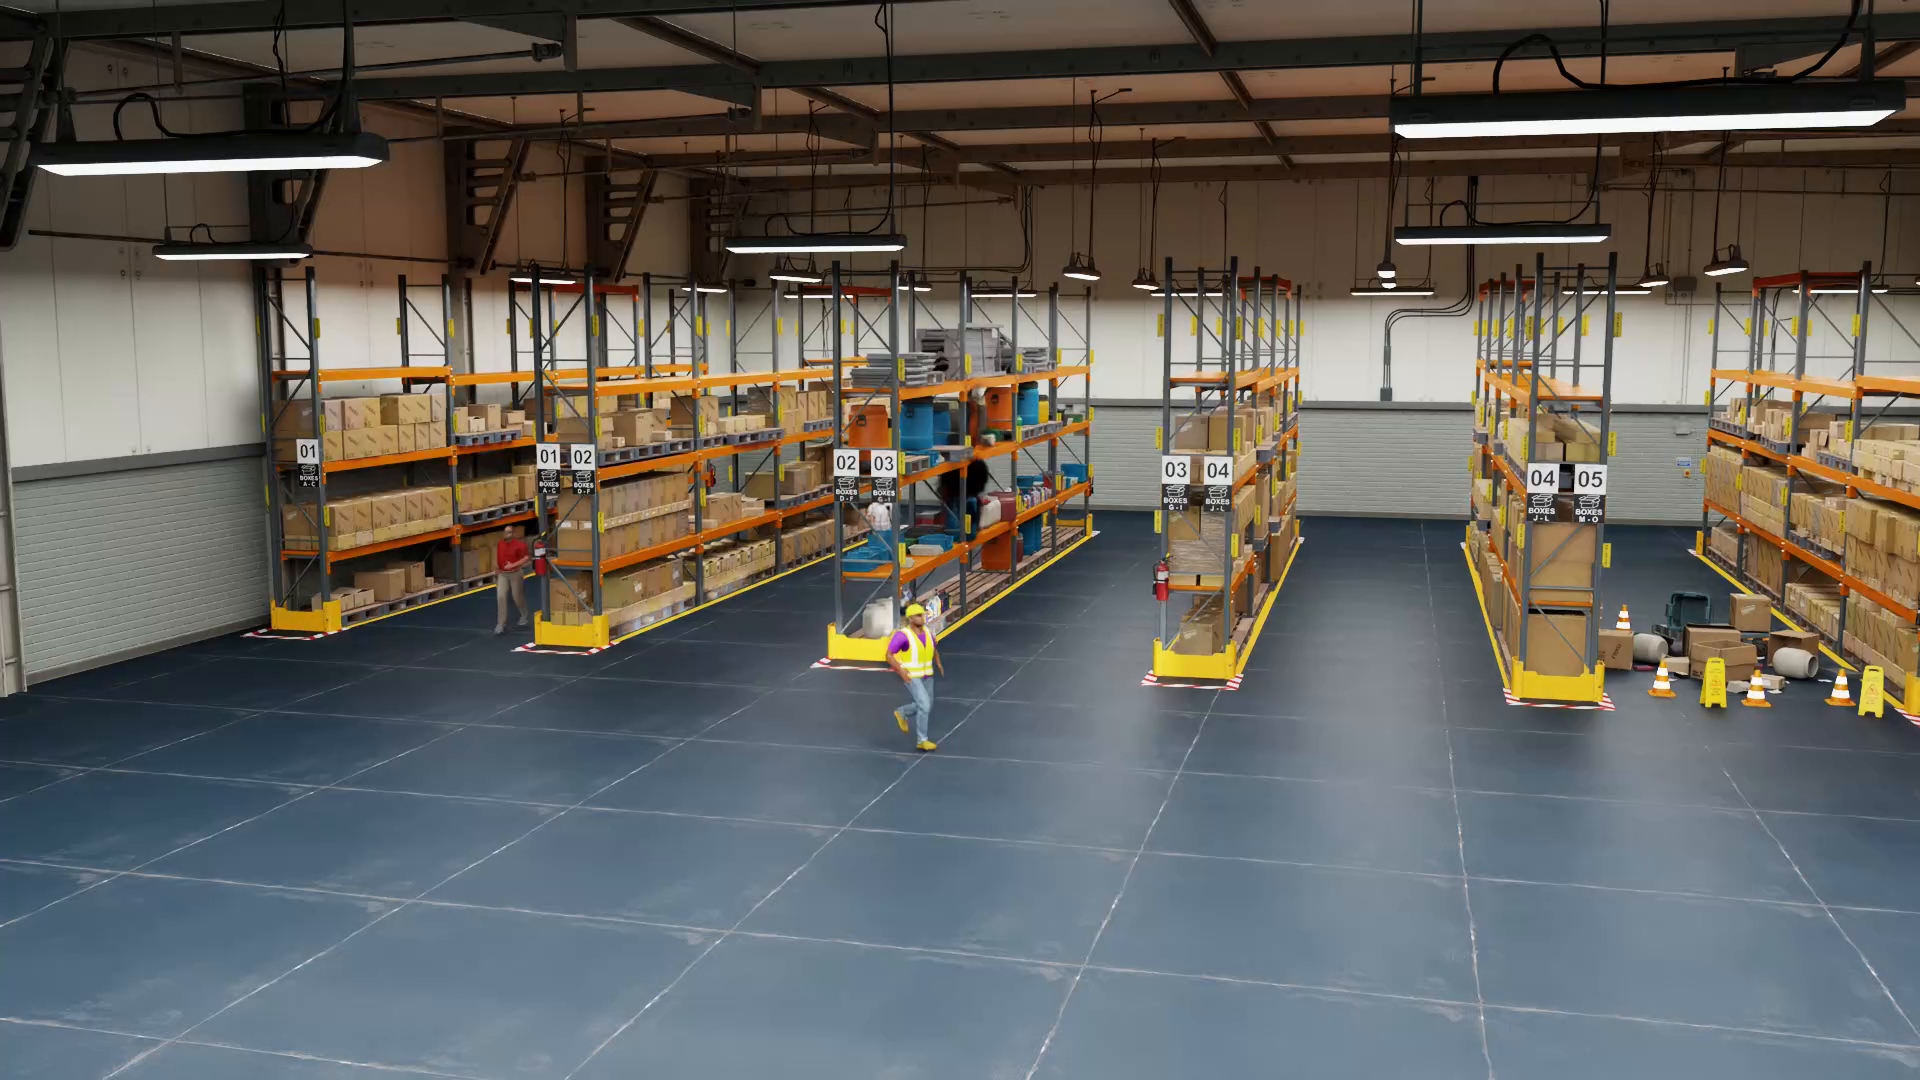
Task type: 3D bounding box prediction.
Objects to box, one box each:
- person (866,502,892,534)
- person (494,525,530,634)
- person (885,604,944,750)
[{"bbox_3d":[-1.597,-0.205,33.924,0.638,1.744,0.769,1,7,9],"label":"person"},{"bbox_3d":[-7.471,0.660,27.730,0.661,1.673,0.933,1,7,11],"label":"person"},{"bbox_3d":[-0.554,1.619,19.953,0.795,1.733,0.738,7,10,44],"label":"person"}]
